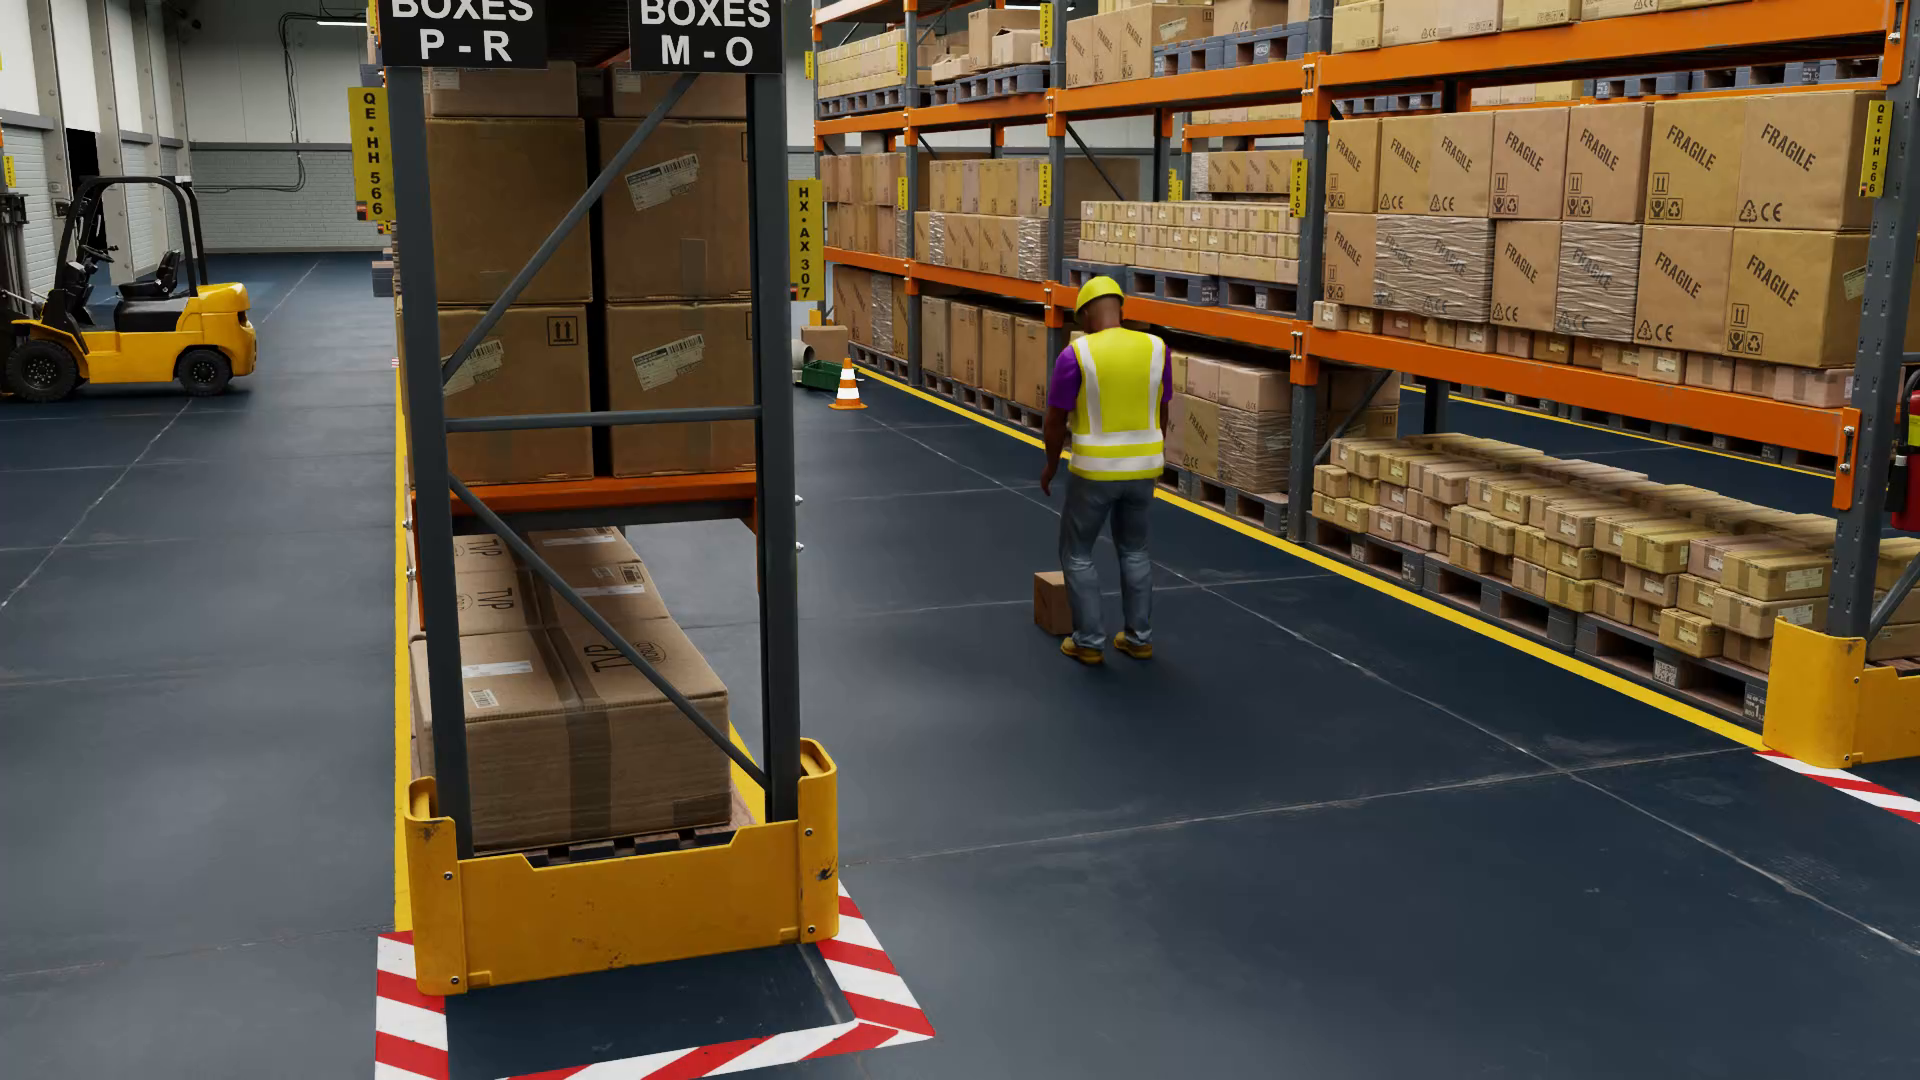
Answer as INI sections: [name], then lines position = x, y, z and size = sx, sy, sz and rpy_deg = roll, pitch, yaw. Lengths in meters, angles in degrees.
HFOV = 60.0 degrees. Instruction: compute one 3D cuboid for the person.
[person]
position = 0.651, -0.311, 7.456
size = 0.591, 1.717, 0.453
rpy_deg = -4, 13, -17
